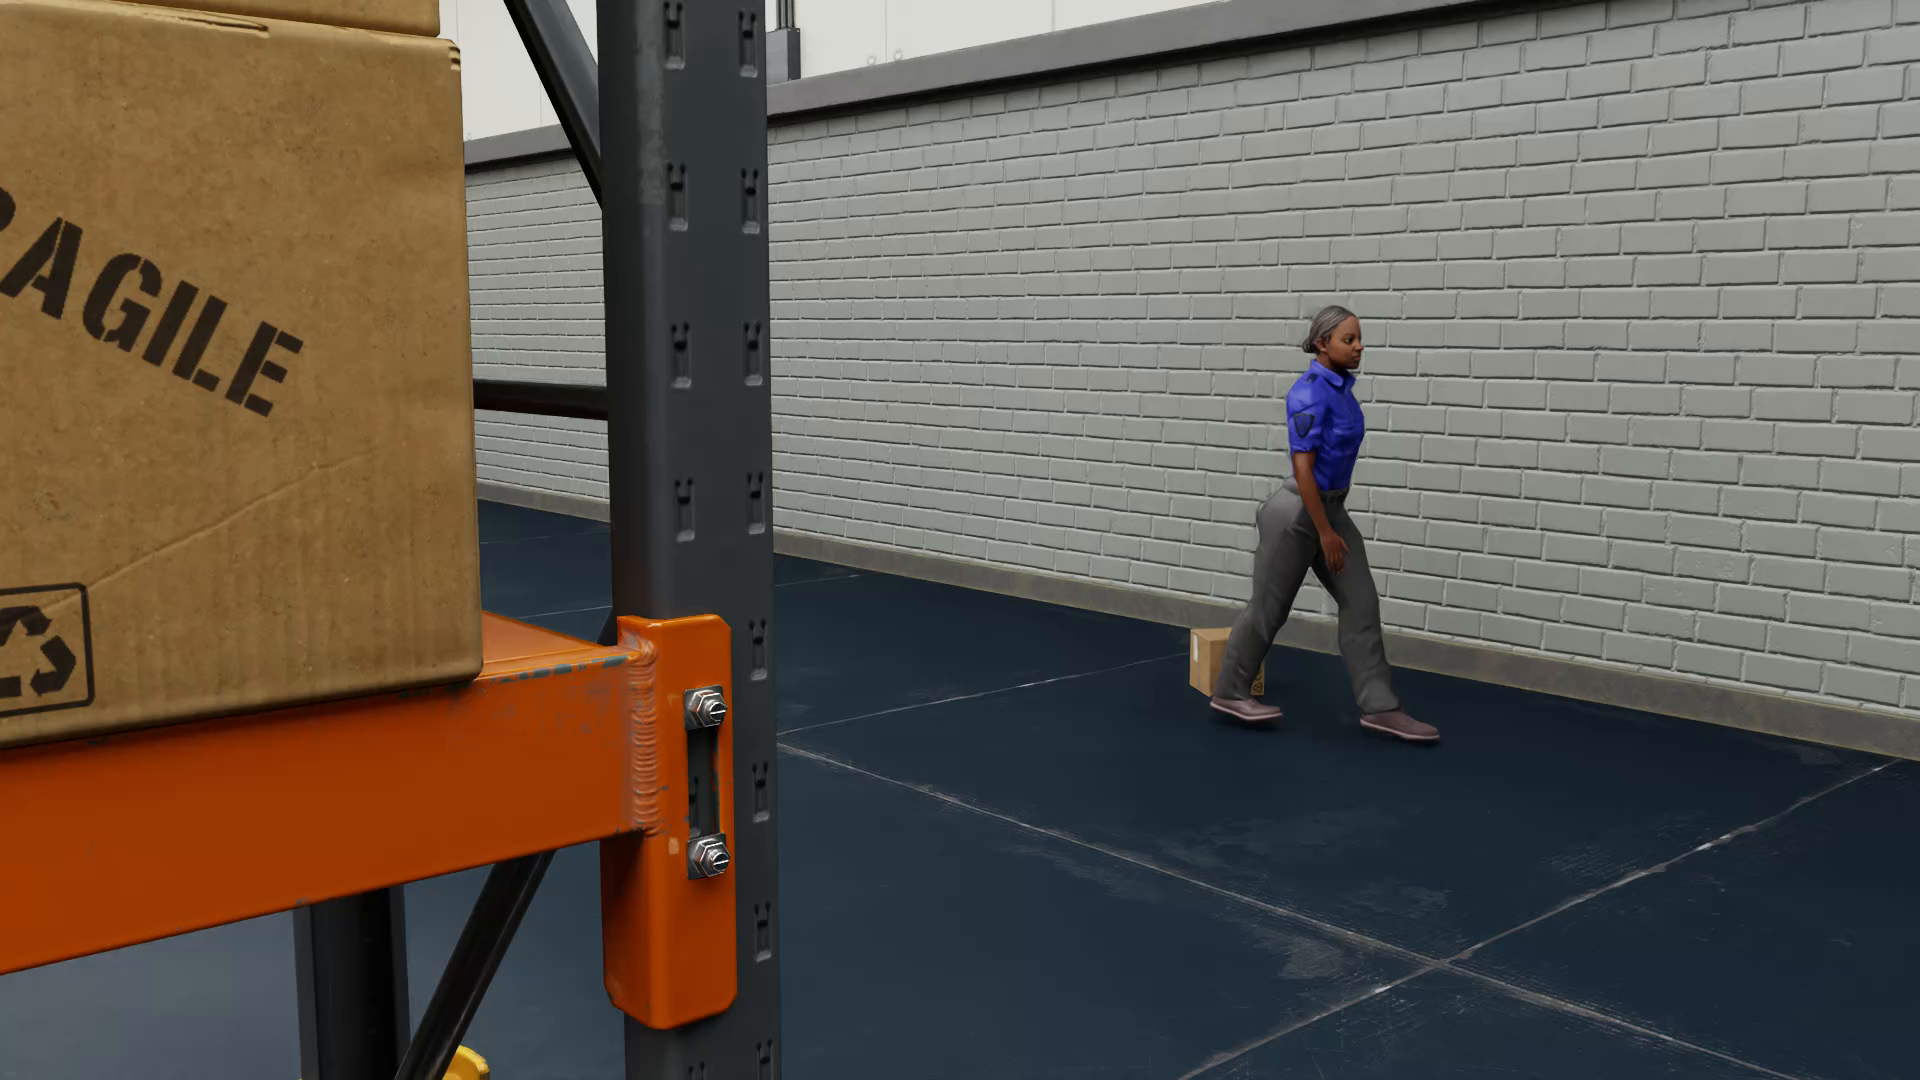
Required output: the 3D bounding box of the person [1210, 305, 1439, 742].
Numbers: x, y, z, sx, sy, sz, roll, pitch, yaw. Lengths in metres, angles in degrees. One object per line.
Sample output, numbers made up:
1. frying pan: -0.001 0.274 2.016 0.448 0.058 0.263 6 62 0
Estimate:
1. person: 1.355 -0.067 6.274 0.860 1.623 0.479 6 10 38
